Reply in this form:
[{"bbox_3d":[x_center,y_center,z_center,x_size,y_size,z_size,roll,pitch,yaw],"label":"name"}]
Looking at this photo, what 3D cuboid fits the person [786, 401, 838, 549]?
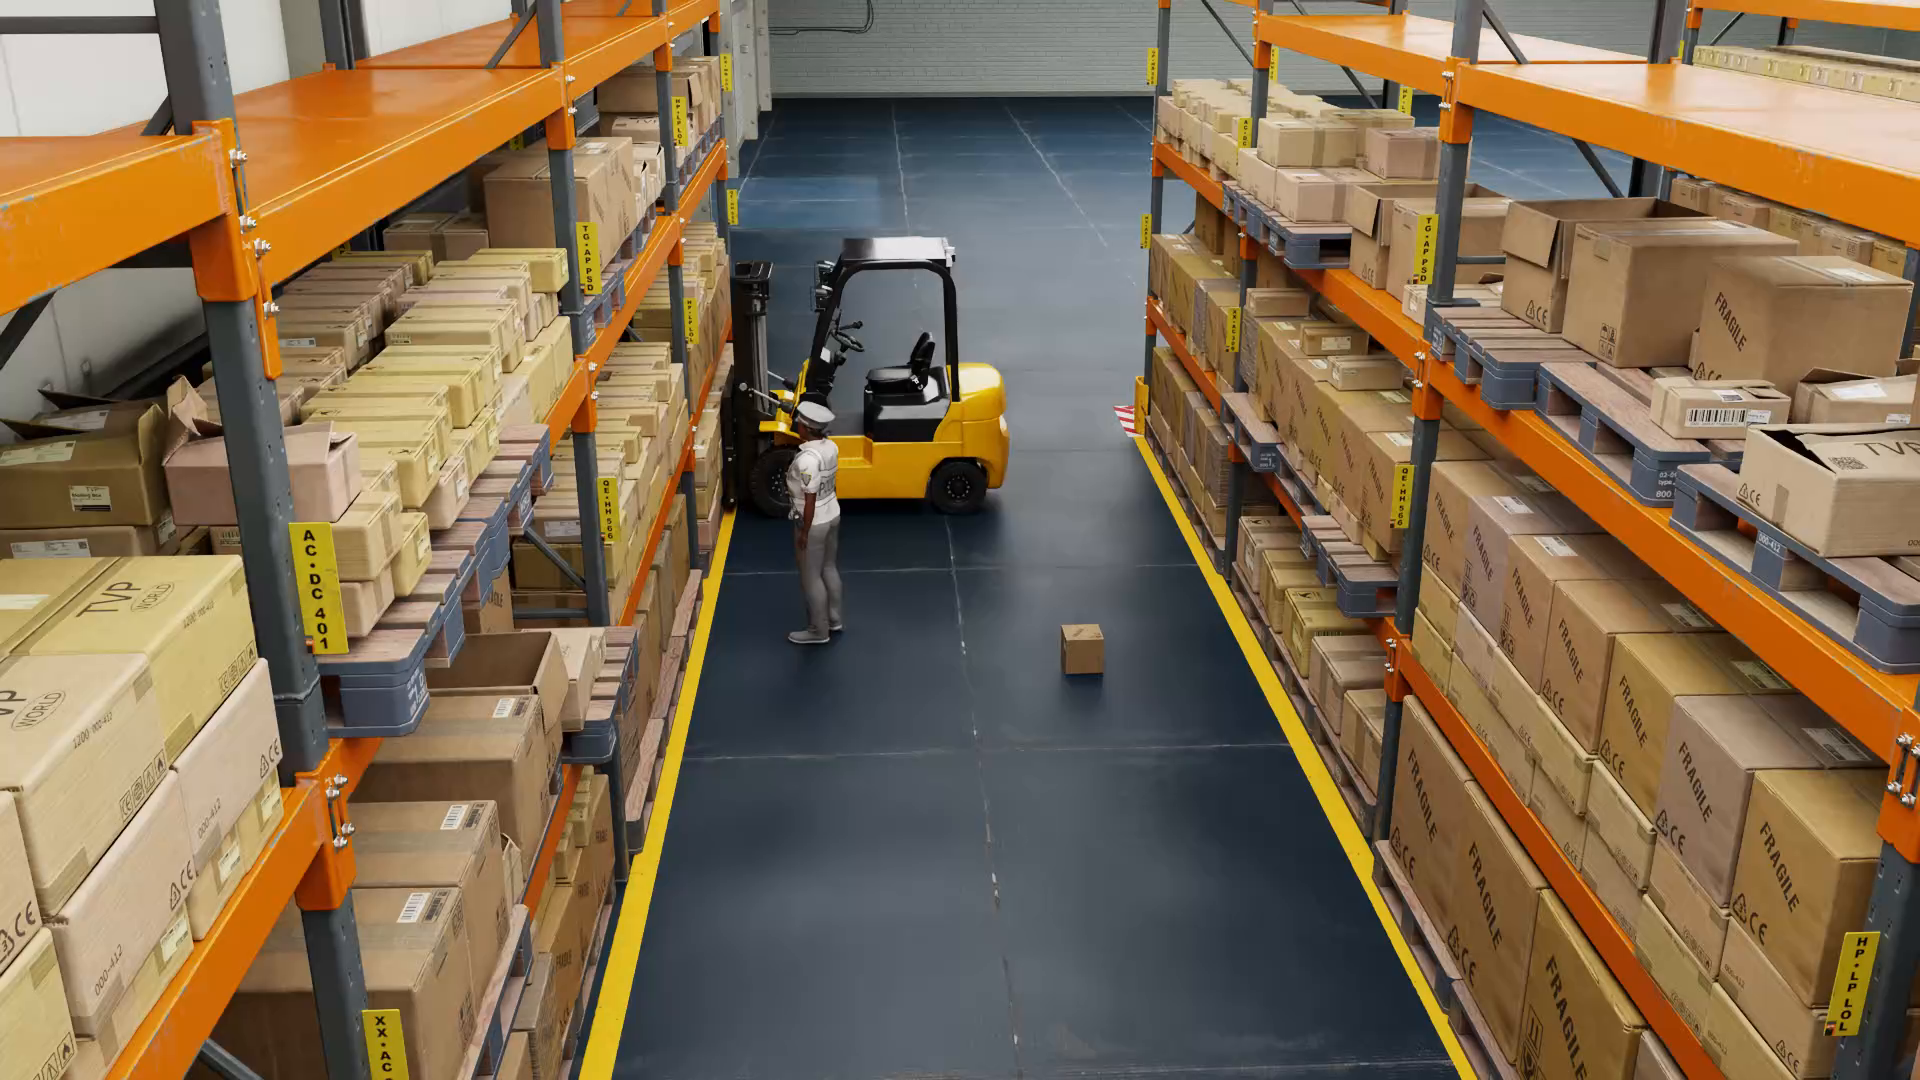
[{"bbox_3d":[-0.991,-0.445,11.230,0.308,0.972,0.437,7,22,19],"label":"person"}]
